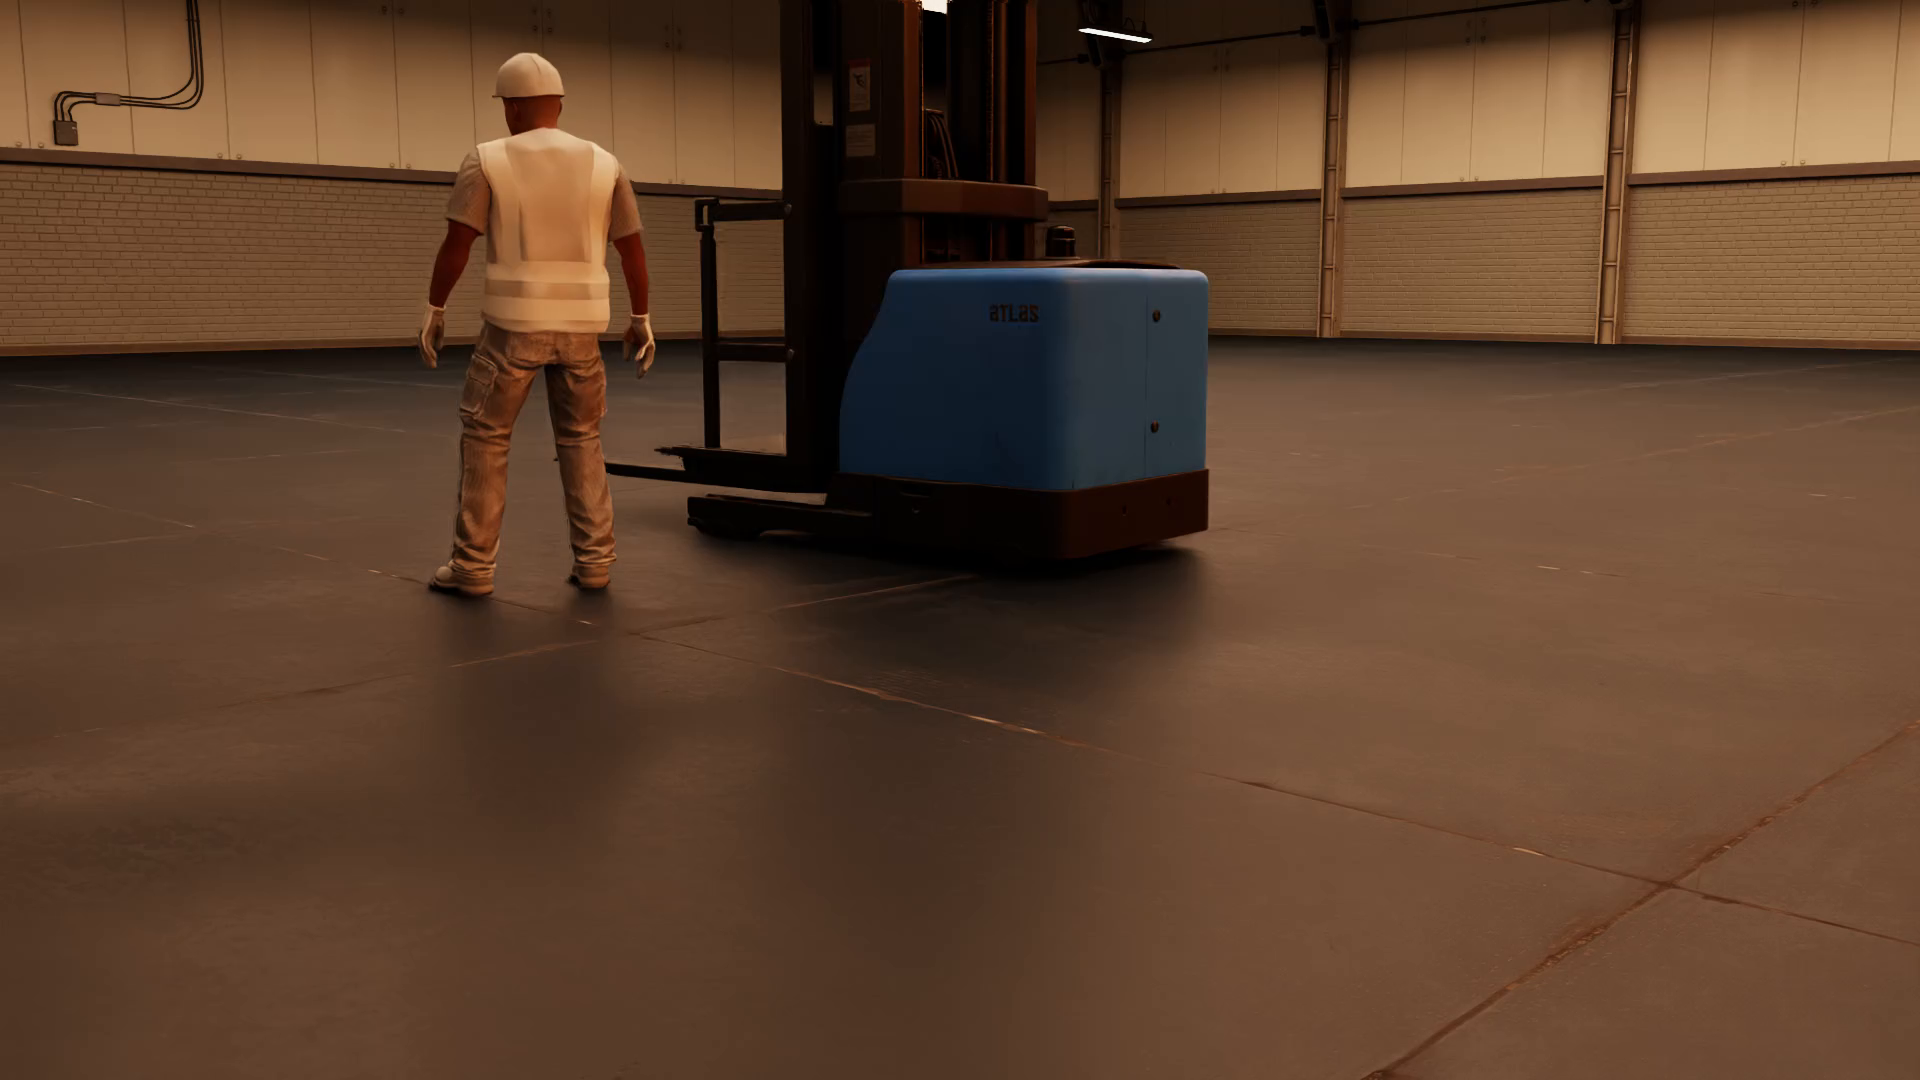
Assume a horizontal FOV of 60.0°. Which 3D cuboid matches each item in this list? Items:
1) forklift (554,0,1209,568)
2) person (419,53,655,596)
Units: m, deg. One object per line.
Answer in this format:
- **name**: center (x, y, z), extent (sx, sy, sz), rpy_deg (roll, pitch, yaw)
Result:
- **forklift**: center (-0.499, -1.505, 6.869), extent (3.031, 2.935, 1.130), rpy_deg (7, 11, 38)
- **person**: center (-1.412, -0.720, 5.573), extent (0.770, 1.768, 0.418), rpy_deg (-5, 10, -32)
